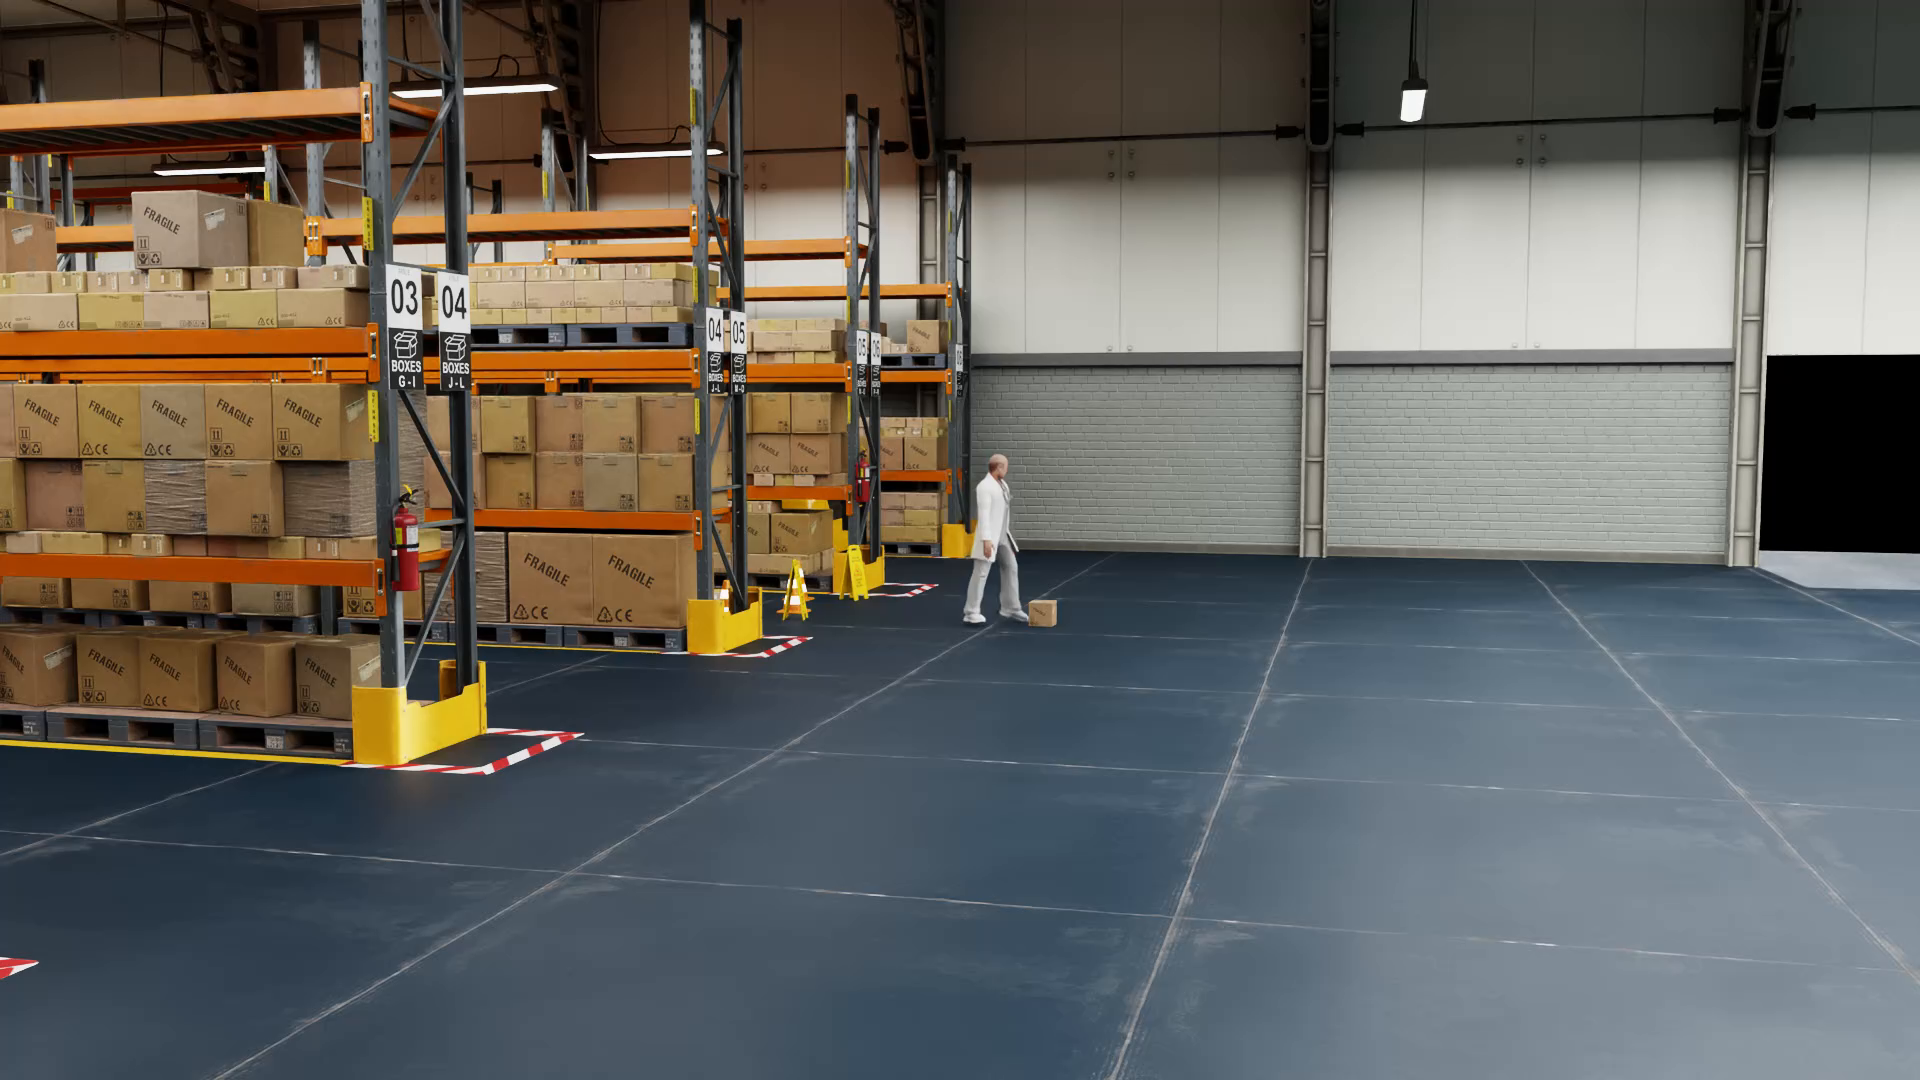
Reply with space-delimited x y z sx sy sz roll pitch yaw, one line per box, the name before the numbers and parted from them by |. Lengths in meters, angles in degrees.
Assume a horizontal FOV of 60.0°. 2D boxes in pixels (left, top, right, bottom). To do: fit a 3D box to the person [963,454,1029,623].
person | 0.372 -0.006 17.491 0.531 1.798 0.773 3 6 32
